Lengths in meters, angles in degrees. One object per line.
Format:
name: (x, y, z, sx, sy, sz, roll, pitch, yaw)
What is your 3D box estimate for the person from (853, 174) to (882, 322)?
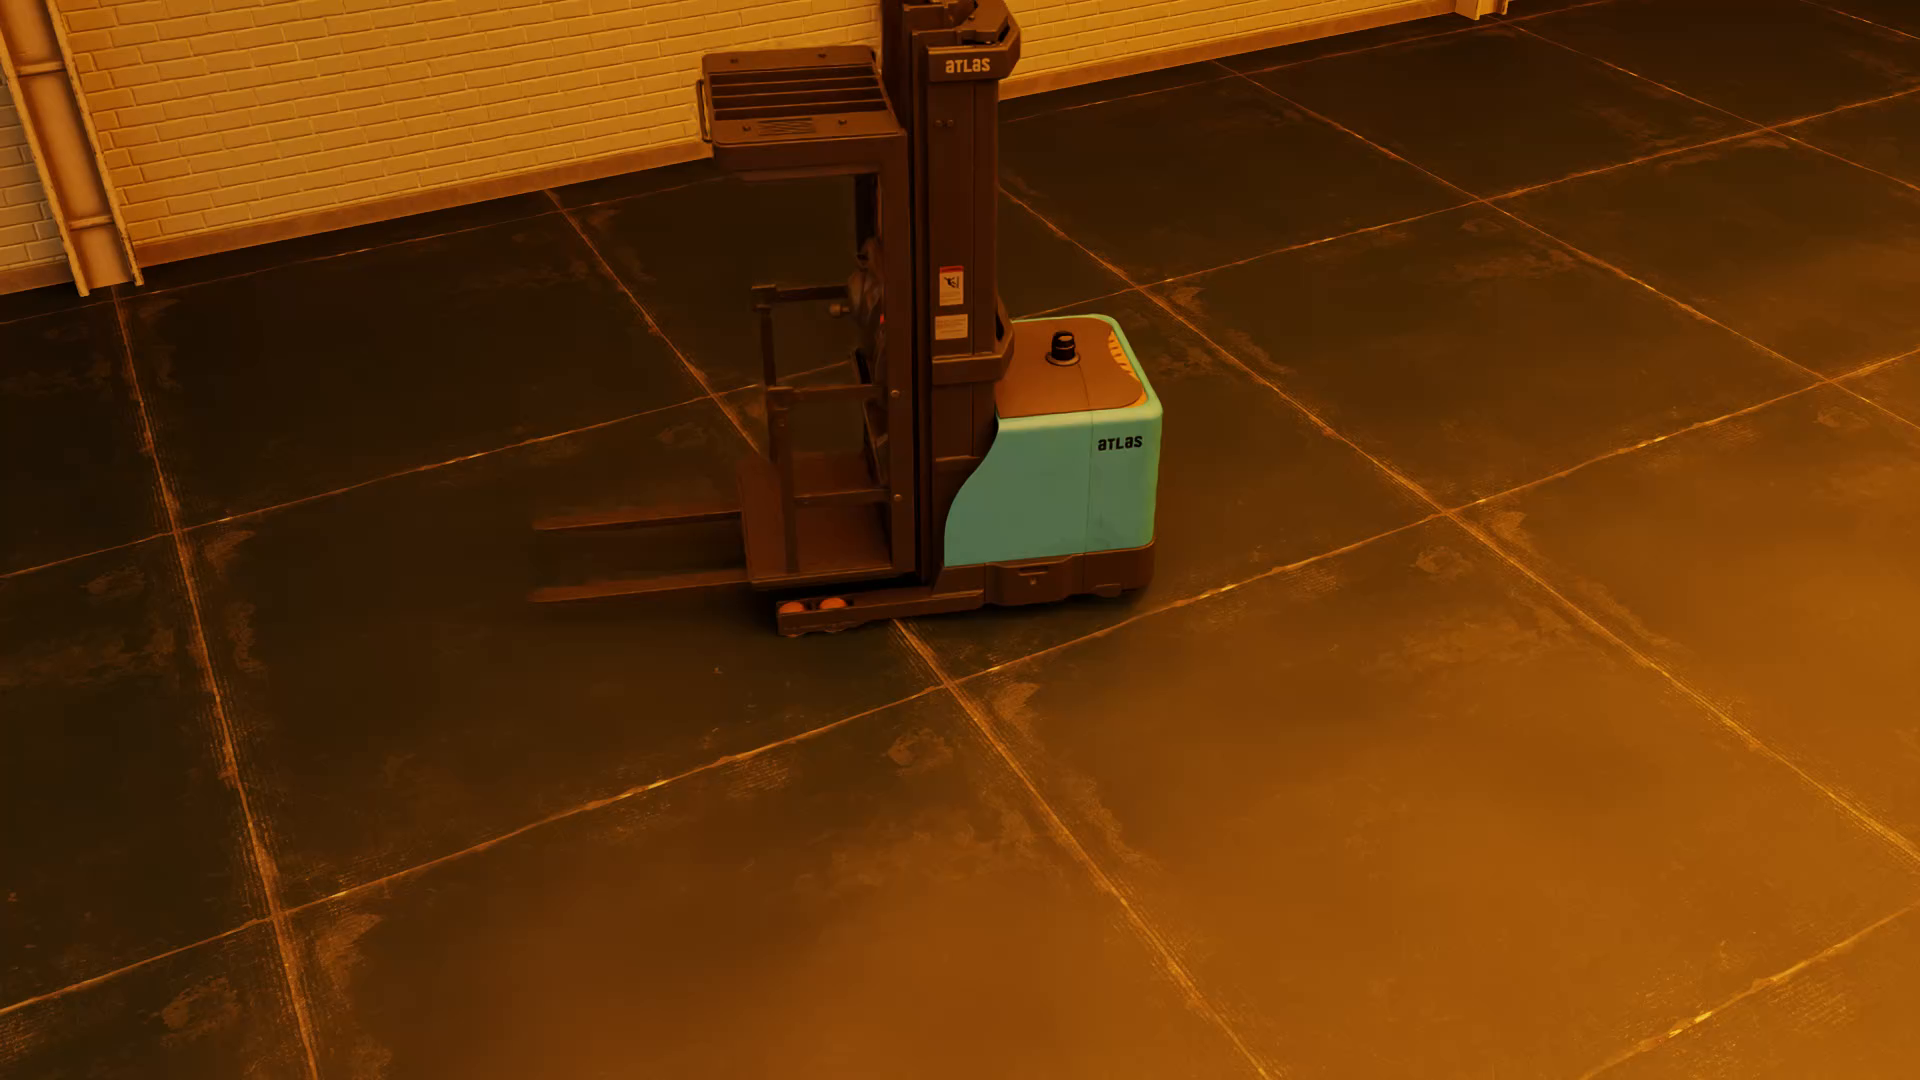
person: (-0.274, -1.856, 10.102, 0.727, 1.416, 0.805, 27, 43, 33)

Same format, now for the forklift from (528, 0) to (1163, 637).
forklift: (-0.608, -1.061, 7.624, 3.031, 2.935, 1.130, -6, 36, -8)
